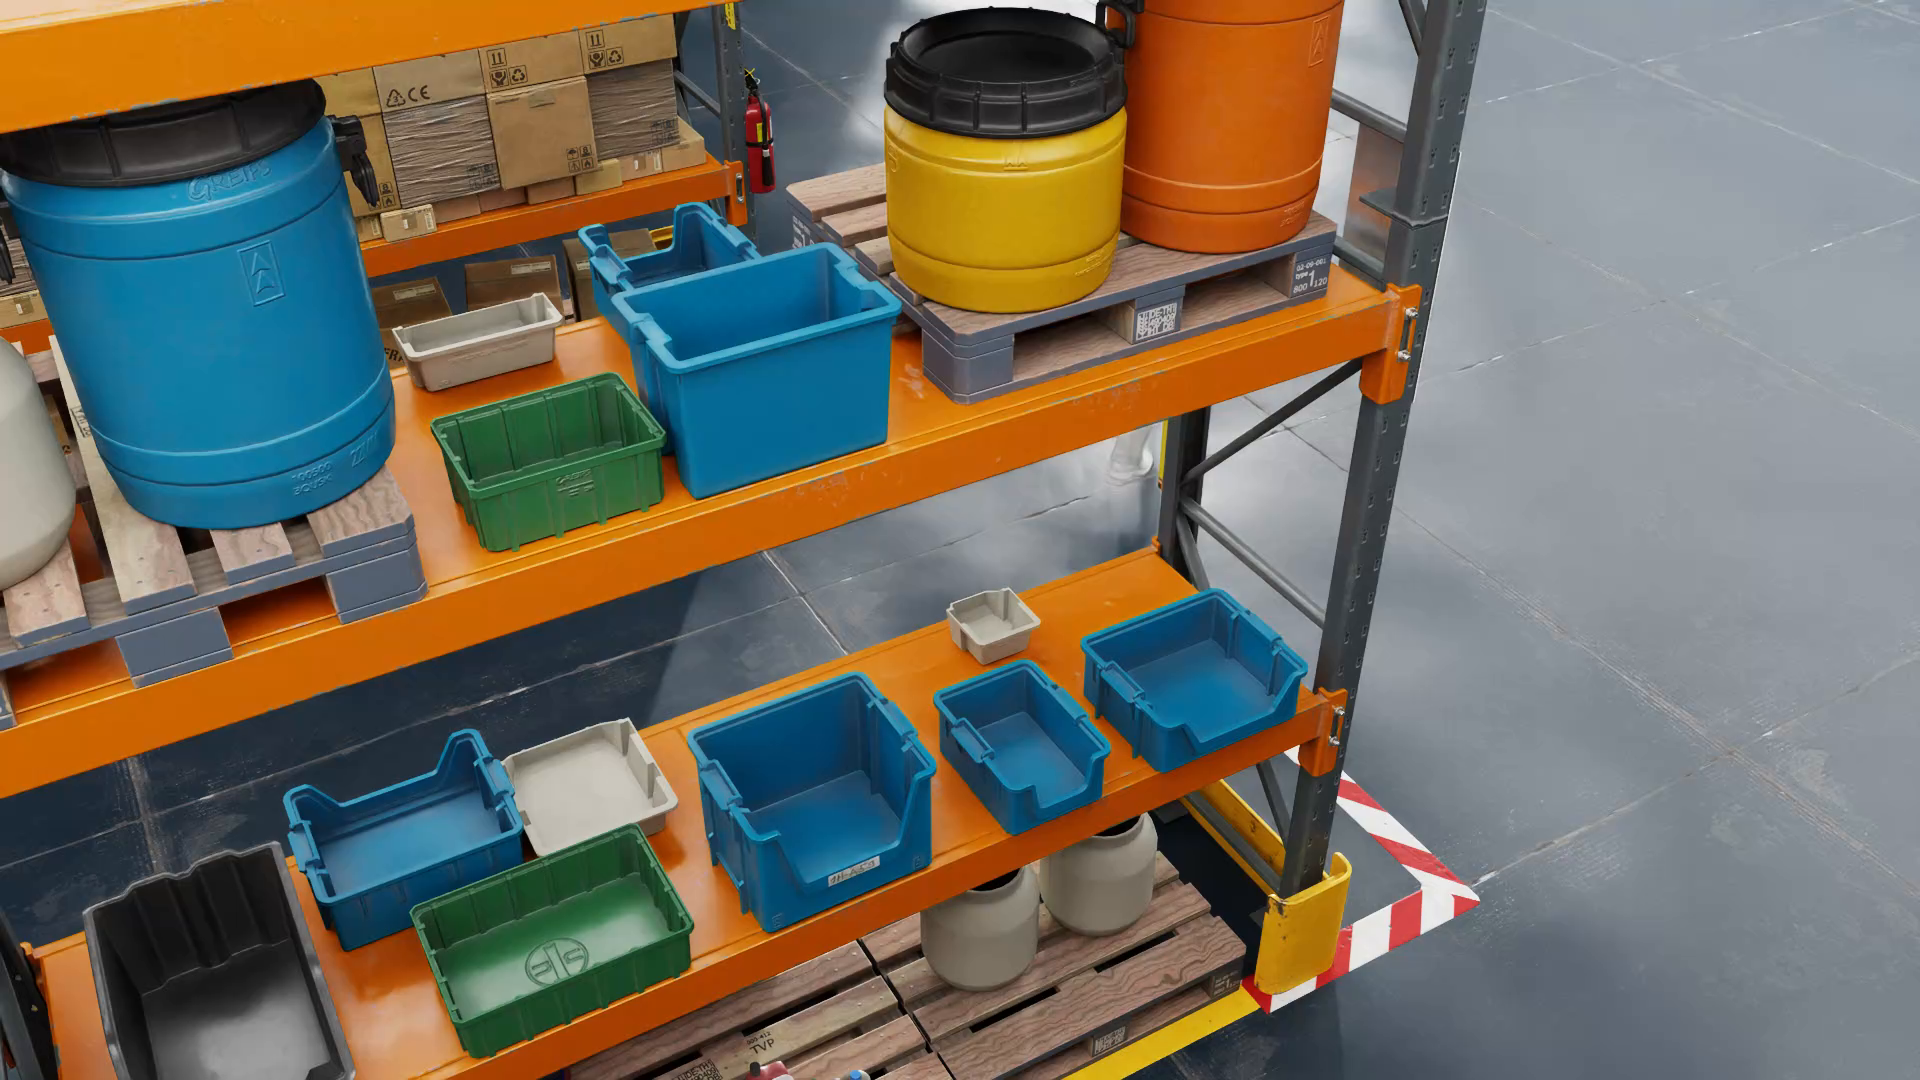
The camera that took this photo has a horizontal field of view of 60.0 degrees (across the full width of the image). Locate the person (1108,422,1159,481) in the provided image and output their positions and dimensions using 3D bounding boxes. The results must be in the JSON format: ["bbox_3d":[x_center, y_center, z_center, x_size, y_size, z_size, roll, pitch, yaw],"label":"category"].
[{"bbox_3d":[1.021,-1.207,8.583,0.563,1.728,1.104,20,41,25],"label":"person"}]
